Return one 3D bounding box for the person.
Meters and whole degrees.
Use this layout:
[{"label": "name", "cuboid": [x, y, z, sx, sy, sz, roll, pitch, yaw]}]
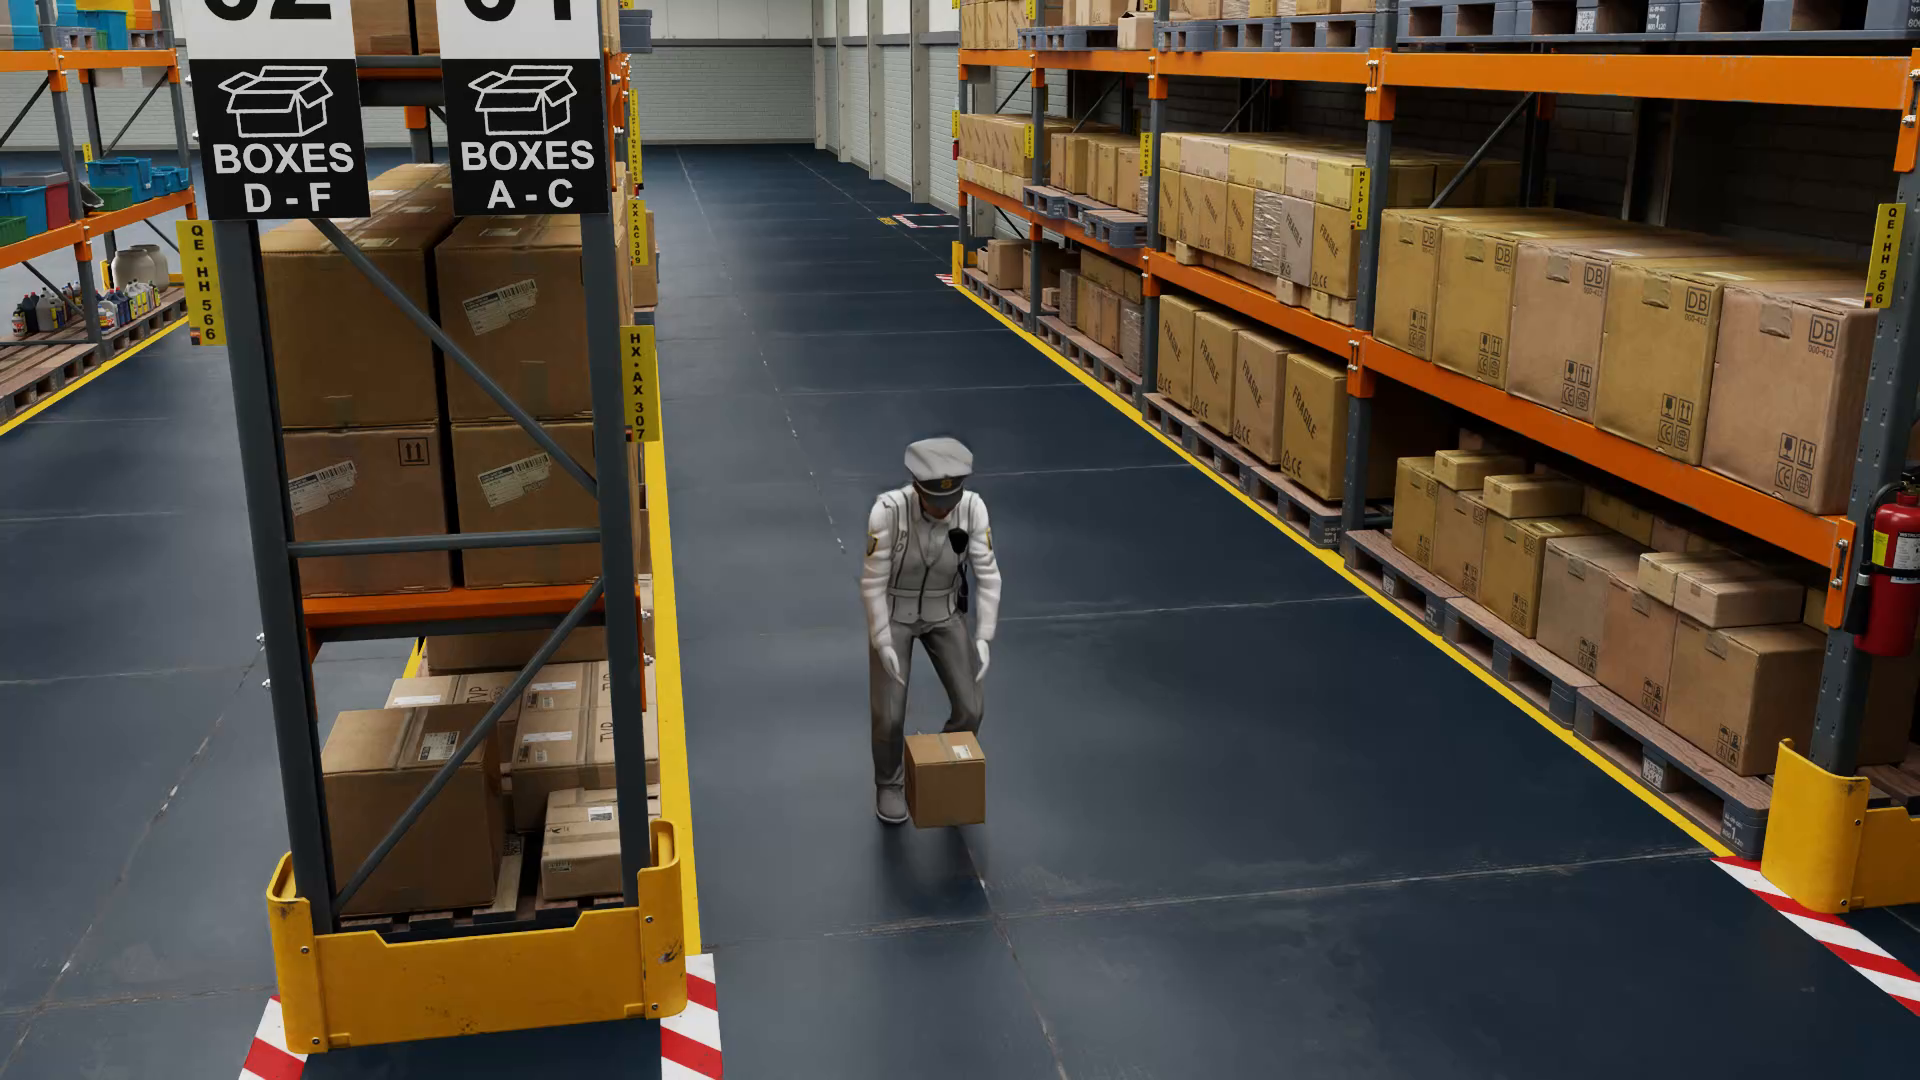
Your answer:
[{"label": "person", "cuboid": [-0.109, 0.334, 6.218, 0.529, 1.501, 0.612, -3, 17, -9]}]
